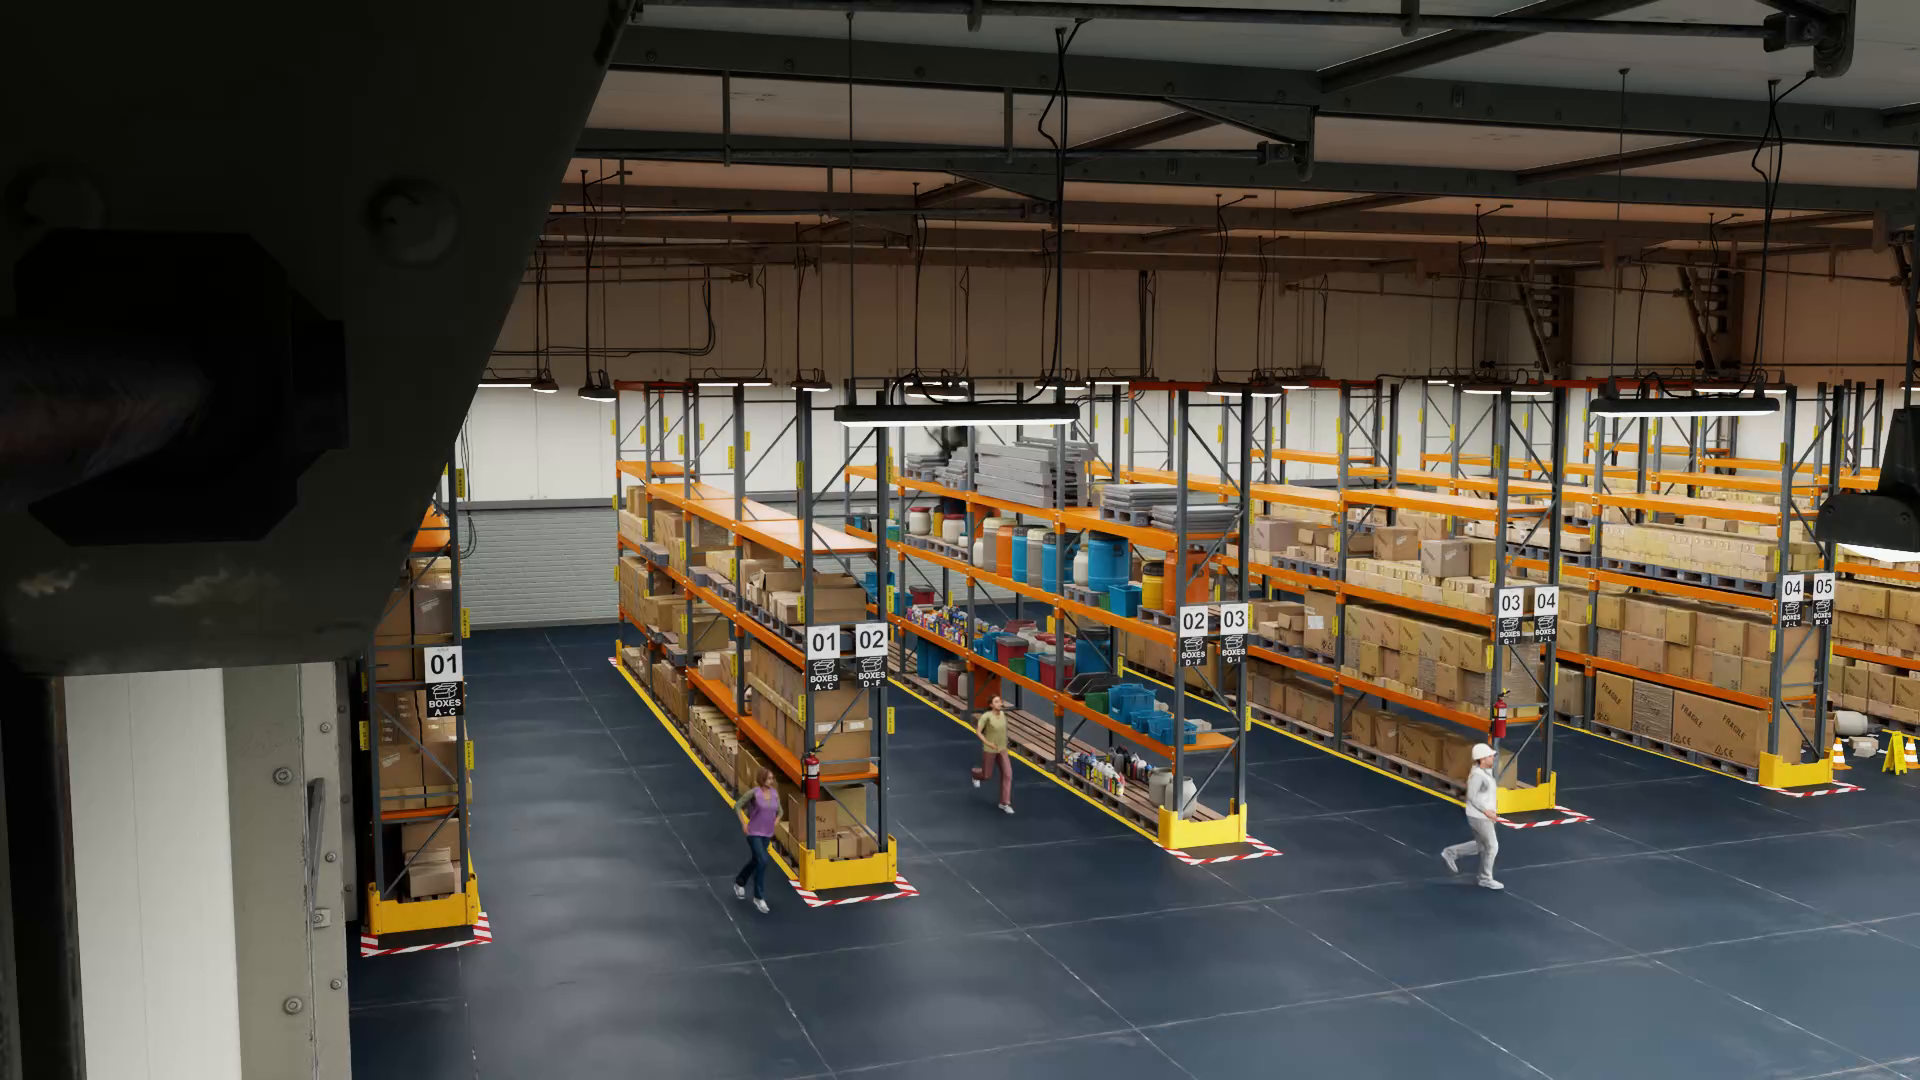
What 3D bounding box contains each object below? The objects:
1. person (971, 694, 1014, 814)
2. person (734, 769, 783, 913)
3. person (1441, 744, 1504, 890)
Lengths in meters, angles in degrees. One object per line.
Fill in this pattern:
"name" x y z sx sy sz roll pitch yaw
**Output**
"person" 0.472 3.020 23.832 0.557 1.656 1.032 -3 7 -27
"person" -2.345 3.485 19.554 0.701 1.617 0.525 6 8 43
"person" 6.233 3.329 20.170 0.751 1.766 0.658 2 6 18
